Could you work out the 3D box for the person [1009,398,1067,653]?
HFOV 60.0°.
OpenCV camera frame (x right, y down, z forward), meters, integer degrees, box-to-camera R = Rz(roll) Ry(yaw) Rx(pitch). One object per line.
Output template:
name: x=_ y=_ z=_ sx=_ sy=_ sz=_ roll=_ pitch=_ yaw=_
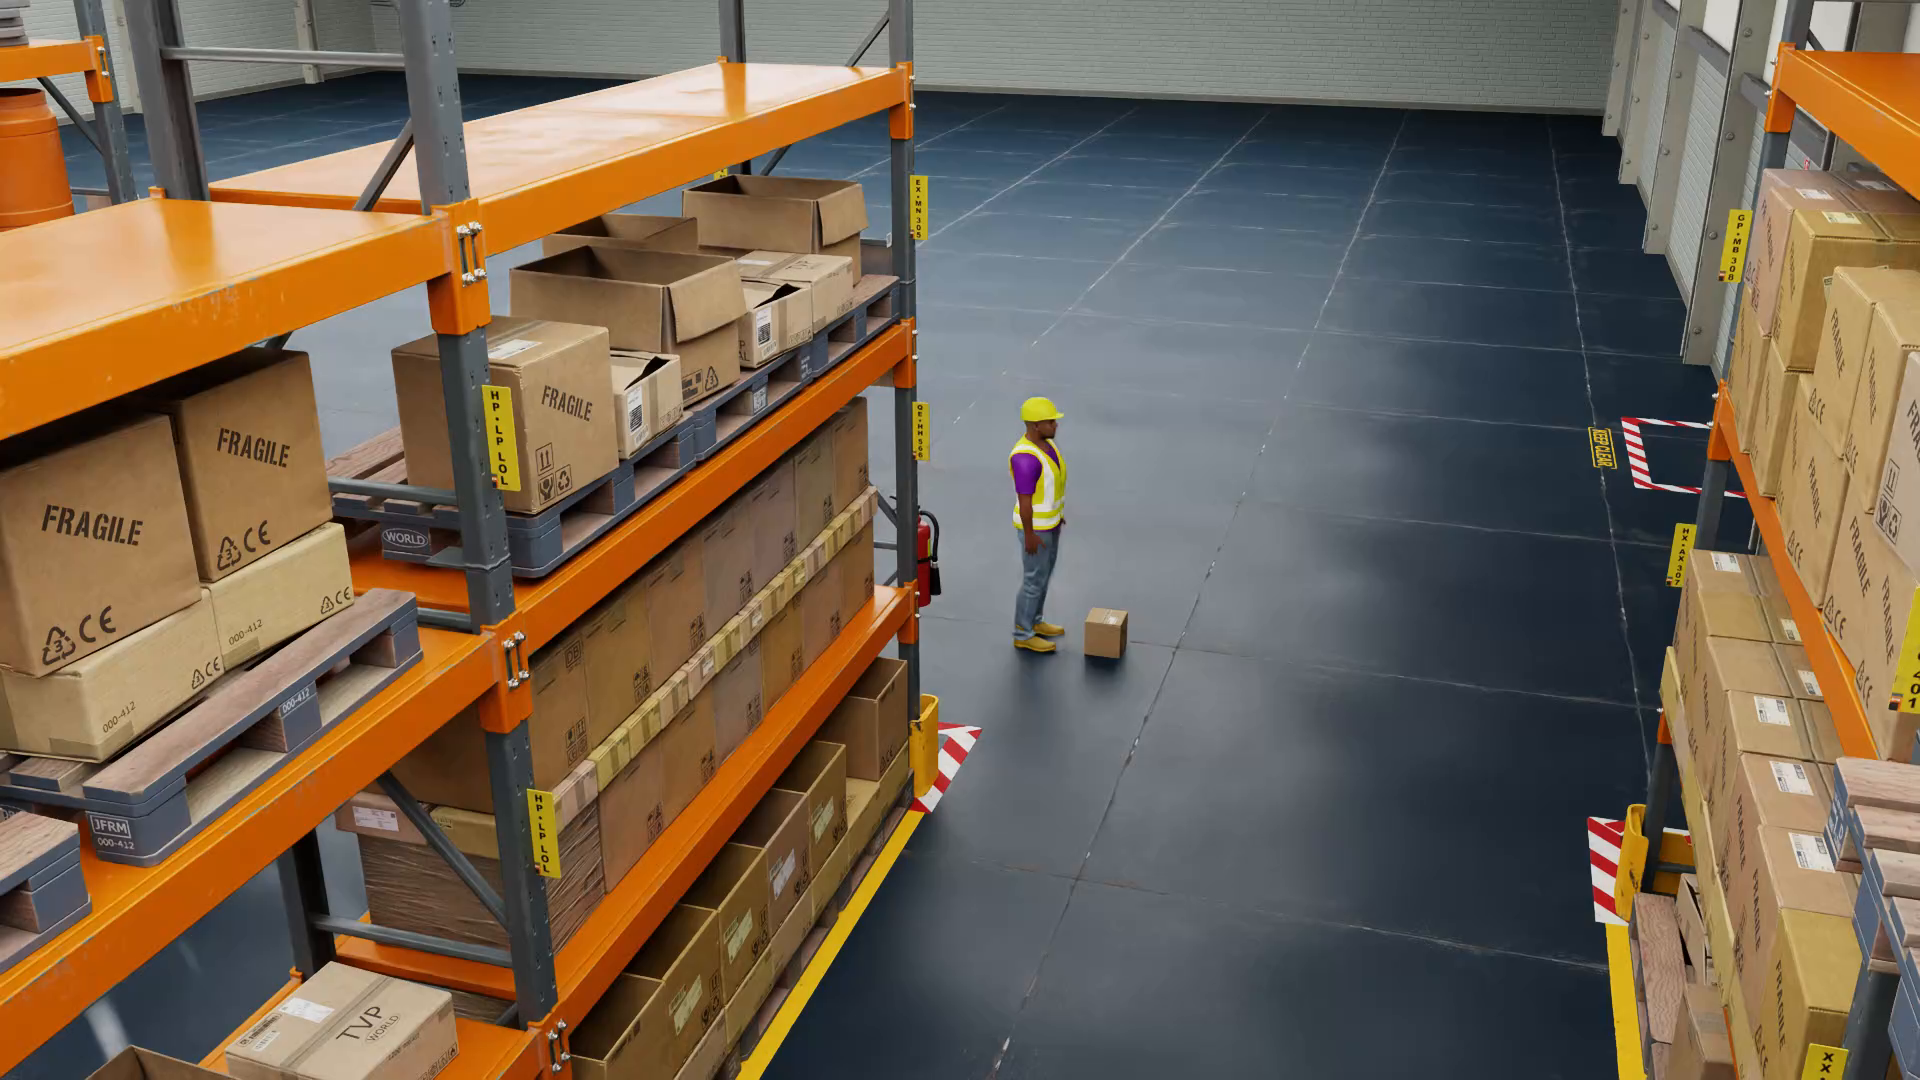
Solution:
person: x=0.541 y=-0.117 z=11.356 sx=0.357 sy=1.767 sz=0.564 roll=7 pitch=23 yaw=17
